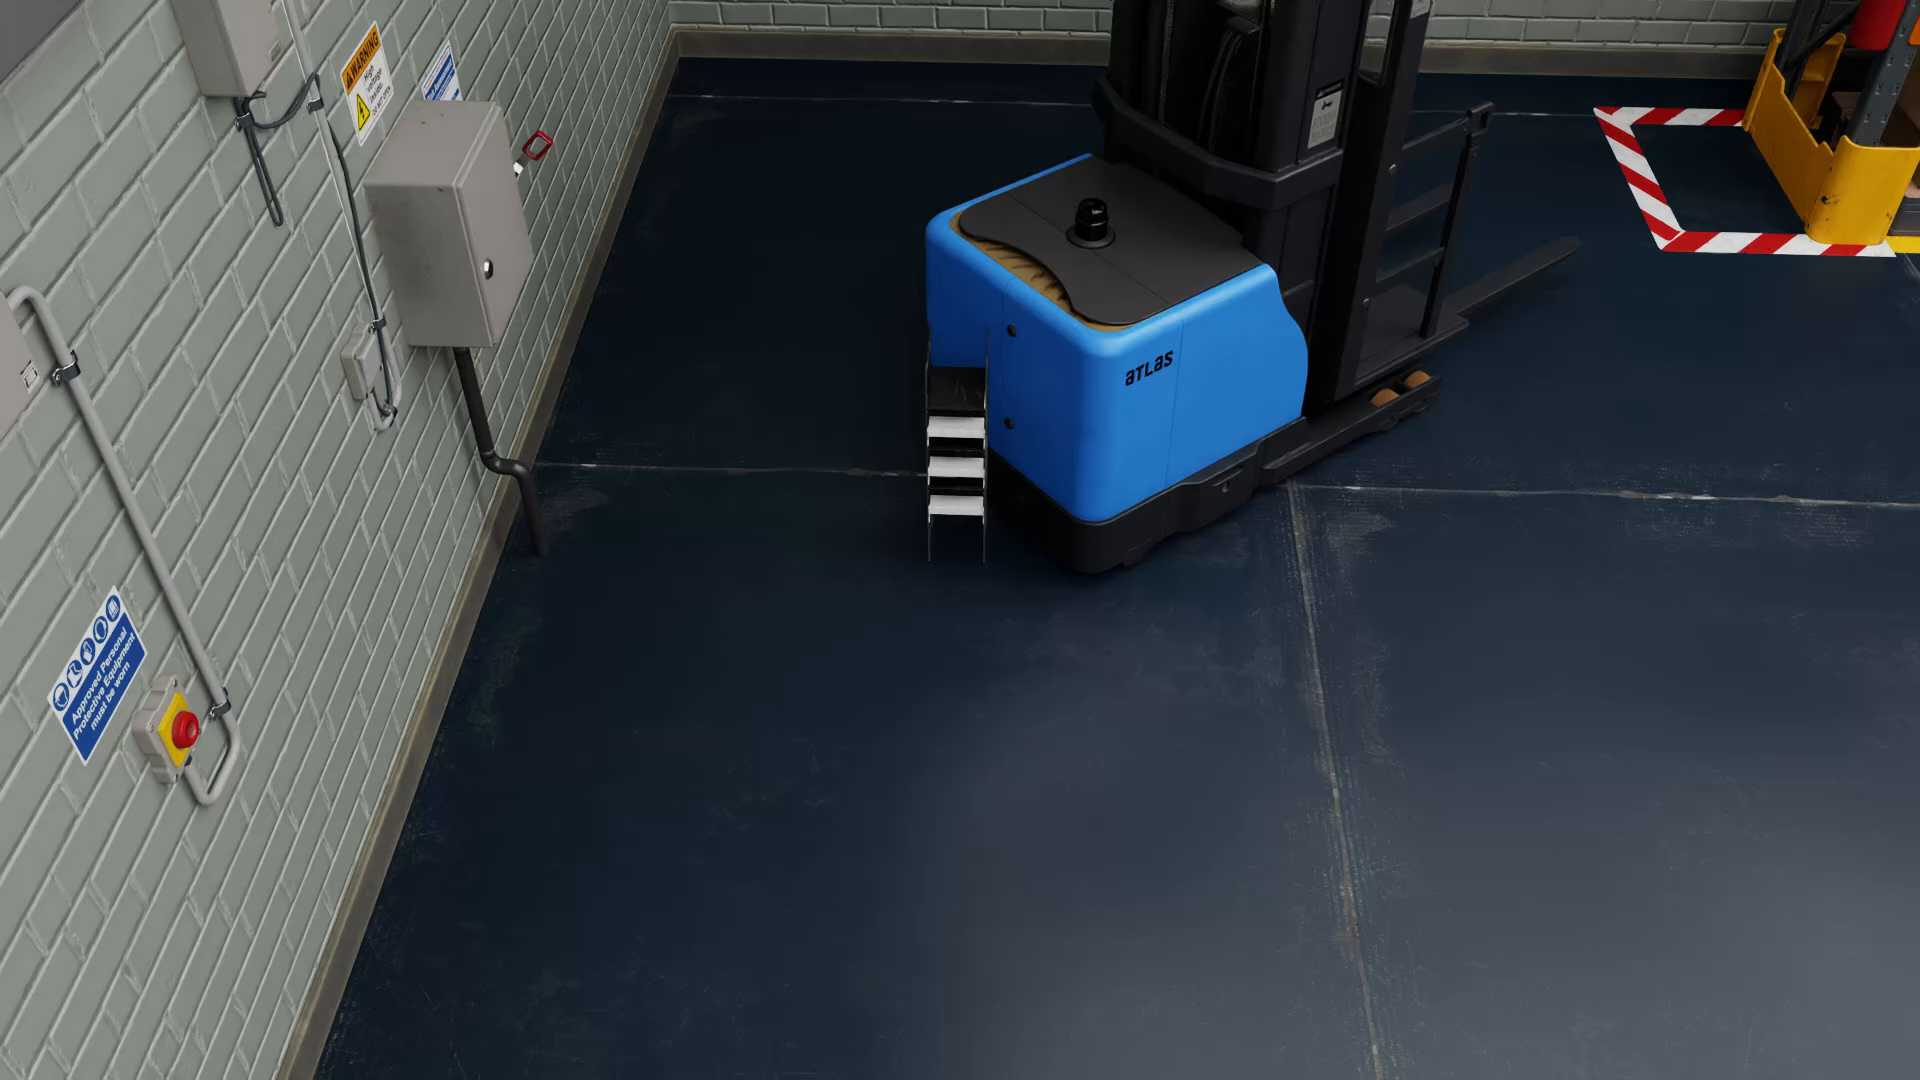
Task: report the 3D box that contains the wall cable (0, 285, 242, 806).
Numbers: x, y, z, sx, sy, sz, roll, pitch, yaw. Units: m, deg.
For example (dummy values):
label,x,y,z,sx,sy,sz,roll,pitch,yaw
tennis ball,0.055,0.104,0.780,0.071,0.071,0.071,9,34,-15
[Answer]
label,x,y,z,sx,sy,sz,roll,pitch,yaw
wall cable,-1.770,-0.029,3.312,0.123,1.953,0.585,2,43,2

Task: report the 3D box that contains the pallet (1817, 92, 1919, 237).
label,x,y,z,sx,sy,sz,roll,pitch,yaw
pallet,4.957,-1.822,8.051,1.213,0.211,1.003,2,43,2

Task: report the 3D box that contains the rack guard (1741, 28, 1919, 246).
label,x,y,z,sx,sy,sz,roll,pitch,yaw
rack guard,4.160,-1.951,7.978,0.348,0.500,1.175,2,43,2

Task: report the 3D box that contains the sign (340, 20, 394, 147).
label,x,y,z,sx,sy,sz,roll,pitch,yaw
sign,-1.739,-1.342,4.884,0.001,0.242,0.339,2,43,2

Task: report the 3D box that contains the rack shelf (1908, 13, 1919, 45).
label,x,y,z,sx,sy,sz,roll,pitch,yaw
rack shelf,6.082,-2.544,7.308,4.000,0.370,1.077,2,43,2

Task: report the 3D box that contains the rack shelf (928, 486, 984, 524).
label,x,y,z,sx,sy,sz,roll,pitch,yaw
rack shelf,-0.008,-0.173,6.089,0.200,0.077,0.258,2,43,2

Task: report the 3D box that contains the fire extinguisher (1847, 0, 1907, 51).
label,x,y,z,sx,sy,sz,roll,pitch,yaw
fire extinguisher,3.916,-2.393,6.949,0.183,0.674,0.296,2,43,2

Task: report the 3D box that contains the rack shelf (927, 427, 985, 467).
label,x,y,z,sx,sy,sz,roll,pitch,yaw
rack shelf,-0.008,-0.371,5.905,0.200,0.077,0.258,2,43,2

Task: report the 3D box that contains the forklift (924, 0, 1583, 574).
label,x,y,z,sx,sy,sz,roll,pitch,yaw
forklift,1.341,-1.777,6.008,3.031,2.935,1.130,-27,49,-26

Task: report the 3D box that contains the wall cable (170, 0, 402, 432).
label,x,y,z,sx,sy,sz,roll,pitch,yaw
wall cable,-1.717,-0.983,4.360,0.122,1.984,0.588,2,43,2

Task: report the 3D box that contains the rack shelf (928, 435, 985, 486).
label,x,y,z,sx,sy,sz,roll,pitch,yaw
rack shelf,-0.008,-0.305,5.966,0.200,0.077,0.258,2,43,2

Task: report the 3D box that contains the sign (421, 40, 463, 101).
label,x,y,z,sx,sy,sz,roll,pitch,yaw
sign,-1.714,-1.379,5.600,0.001,0.494,0.329,2,43,2

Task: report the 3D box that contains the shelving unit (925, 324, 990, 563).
label,x,y,z,sx,sy,sz,roll,pitch,yaw
shelving unit,-0.008,-0.330,5.944,0.210,0.900,0.258,2,43,2

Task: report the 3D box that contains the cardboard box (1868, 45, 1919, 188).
label,x,y,z,sx,sy,sz,roll,pitch,yaw
cardboard box,4.691,-2.025,7.747,0.637,0.503,0.797,0,43,0

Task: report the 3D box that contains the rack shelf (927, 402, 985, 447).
label,x,y,z,sx,sy,sz,roll,pitch,yaw
rack shelf,-0.008,-0.437,5.844,0.200,0.077,0.258,2,43,2

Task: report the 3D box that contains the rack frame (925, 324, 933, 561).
label,x,y,z,sx,sy,sz,roll,pitch,yaw
rack frame,-0.110,-0.333,5.947,0.006,0.900,0.240,2,43,2

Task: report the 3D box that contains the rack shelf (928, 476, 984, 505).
label,x,y,z,sx,sy,sz,roll,pitch,yaw
rack shelf,-0.008,-0.239,6.028,0.200,0.077,0.258,2,43,2

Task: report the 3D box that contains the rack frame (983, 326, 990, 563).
label,x,y,z,sx,sy,sz,roll,pitch,yaw
rack frame,0.093,-0.326,5.940,0.006,0.900,0.240,2,43,2

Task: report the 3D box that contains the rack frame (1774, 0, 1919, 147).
label,x,y,z,sx,sy,sz,roll,pitch,yaw
rack frame,4.084,-2.868,7.128,0.127,3.000,1.000,2,43,2

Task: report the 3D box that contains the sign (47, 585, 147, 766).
label,x,y,z,sx,sy,sz,roll,pitch,yaw
sign,-1.833,0.287,3.543,0.001,0.218,0.327,2,43,2

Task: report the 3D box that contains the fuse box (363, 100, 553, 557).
label,x,y,z,sx,sy,sz,roll,pitch,yaw
fuse box,-1.529,-0.600,5.639,0.414,1.711,0.539,2,43,2

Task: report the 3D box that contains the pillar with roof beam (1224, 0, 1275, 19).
label,x,y,z,sx,sy,sz,roll,pitch,yaw
pillar with roof beam,1.237,-2.829,2.684,0.400,9.000,9.100,2,43,2

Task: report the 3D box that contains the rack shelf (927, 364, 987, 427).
label,x,y,z,sx,sy,sz,roll,pitch,yaw
rack shelf,-0.008,-0.503,5.782,0.200,0.077,0.258,2,43,2
